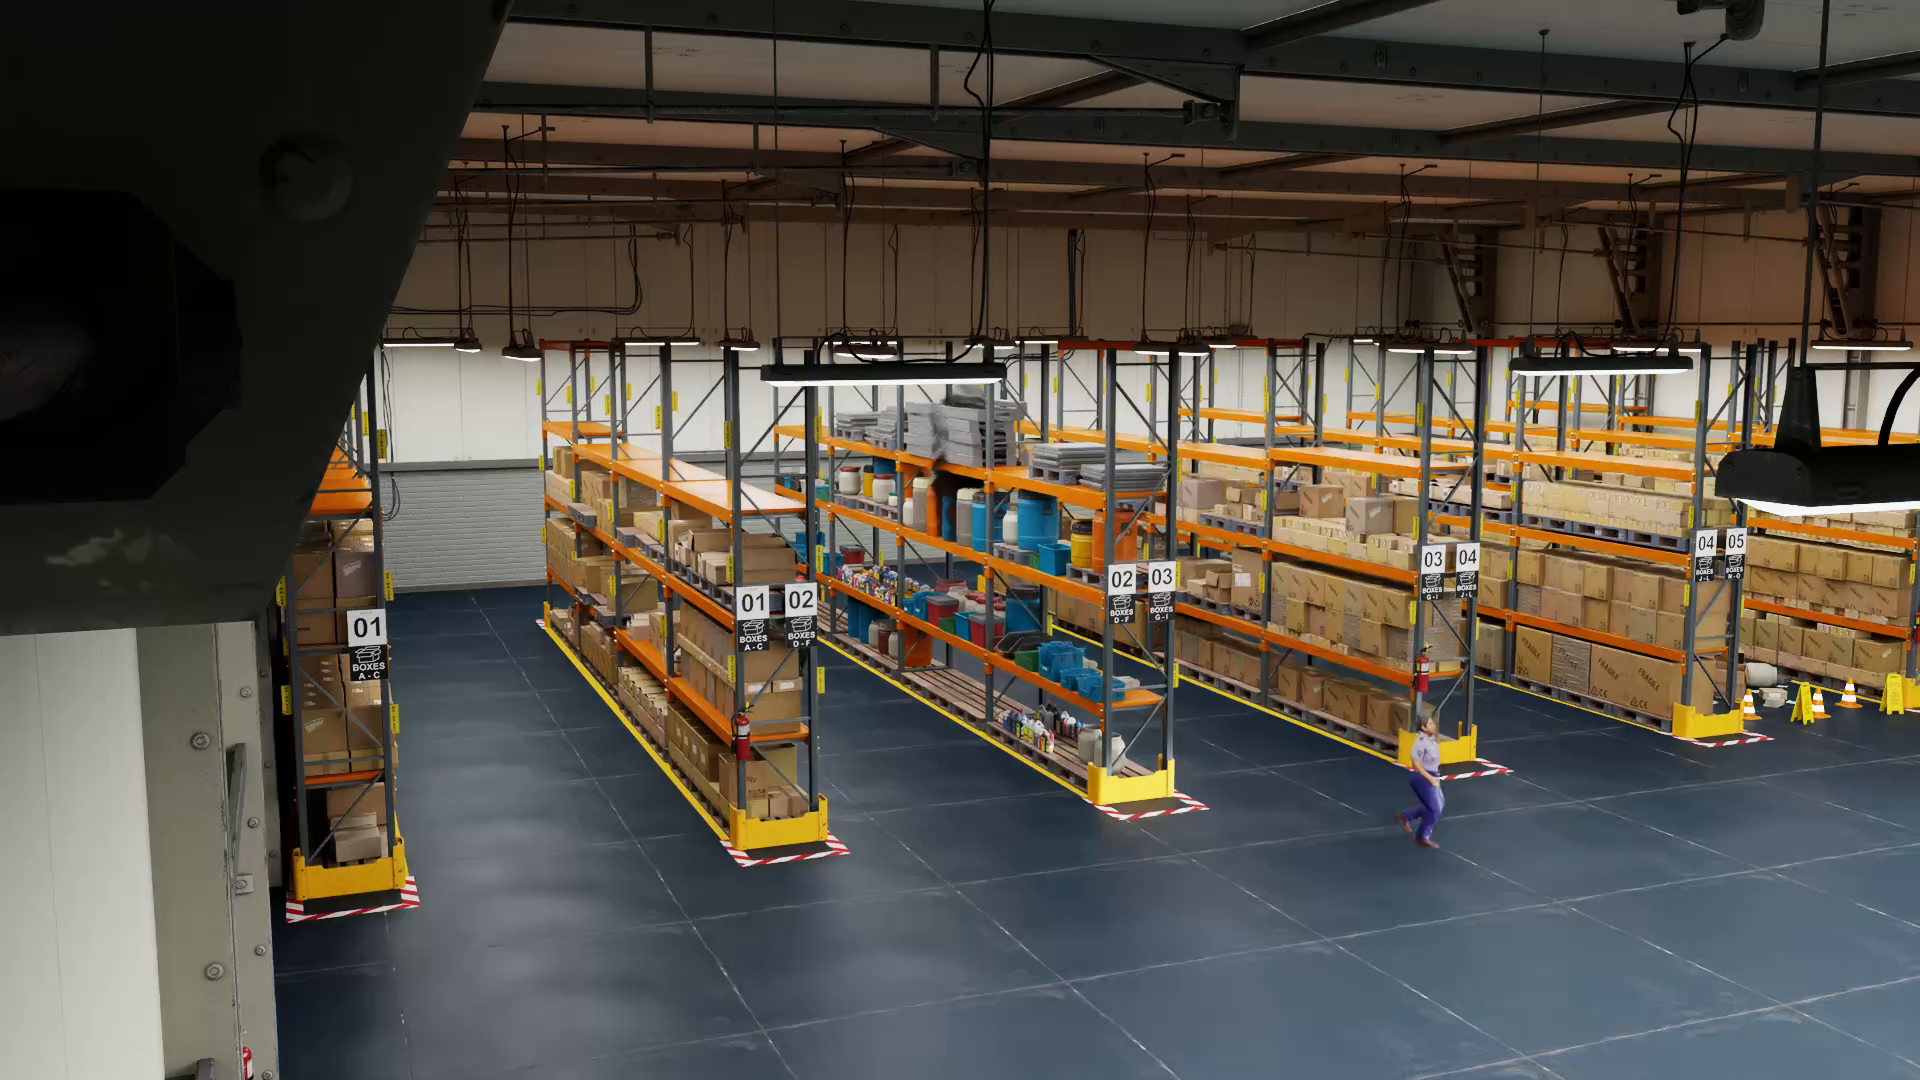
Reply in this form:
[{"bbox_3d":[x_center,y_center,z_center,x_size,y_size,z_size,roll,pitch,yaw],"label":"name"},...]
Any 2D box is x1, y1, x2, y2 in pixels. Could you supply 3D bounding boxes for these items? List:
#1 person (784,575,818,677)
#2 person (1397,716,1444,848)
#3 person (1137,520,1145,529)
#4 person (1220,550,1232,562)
[{"bbox_3d":[-2.680,1.481,28.408,0.646,1.767,0.598,-5,9,-32],"label":"person"},{"bbox_3d":[5.607,2.924,20.245,0.546,1.618,0.602,3,8,22],"label":"person"},{"bbox_3d":[4.279,0.242,40.477,0.634,1.633,0.951,2,8,12],"label":"person"},{"bbox_3d":[6.783,0.108,41.978,0.651,1.565,0.536,-4,9,-31],"label":"person"}]
